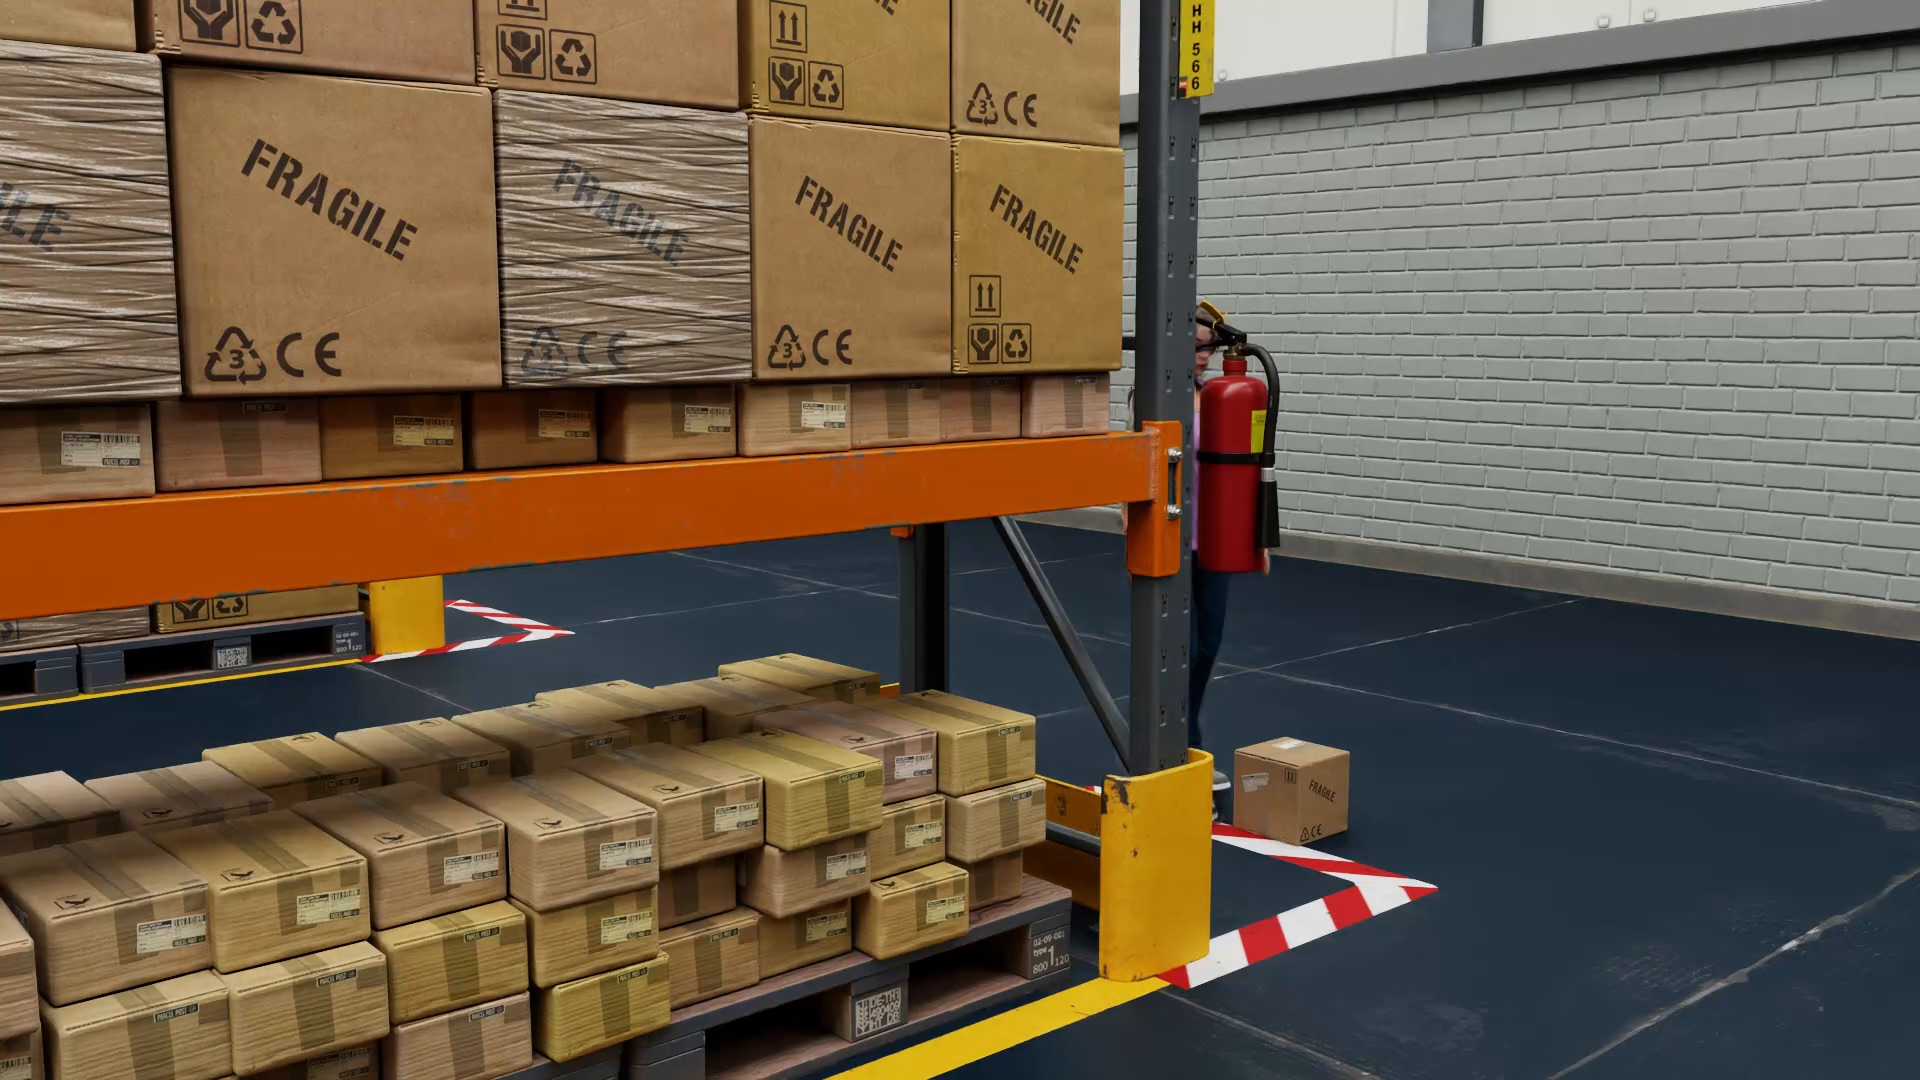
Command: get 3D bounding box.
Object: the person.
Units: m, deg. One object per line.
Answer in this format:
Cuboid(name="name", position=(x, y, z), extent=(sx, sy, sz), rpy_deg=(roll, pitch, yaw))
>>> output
Cuboid(name="person", position=(0.773, 0.053, 5.361), extent=(0.455, 1.609, 0.461), rpy_deg=(-6, 10, -37))
